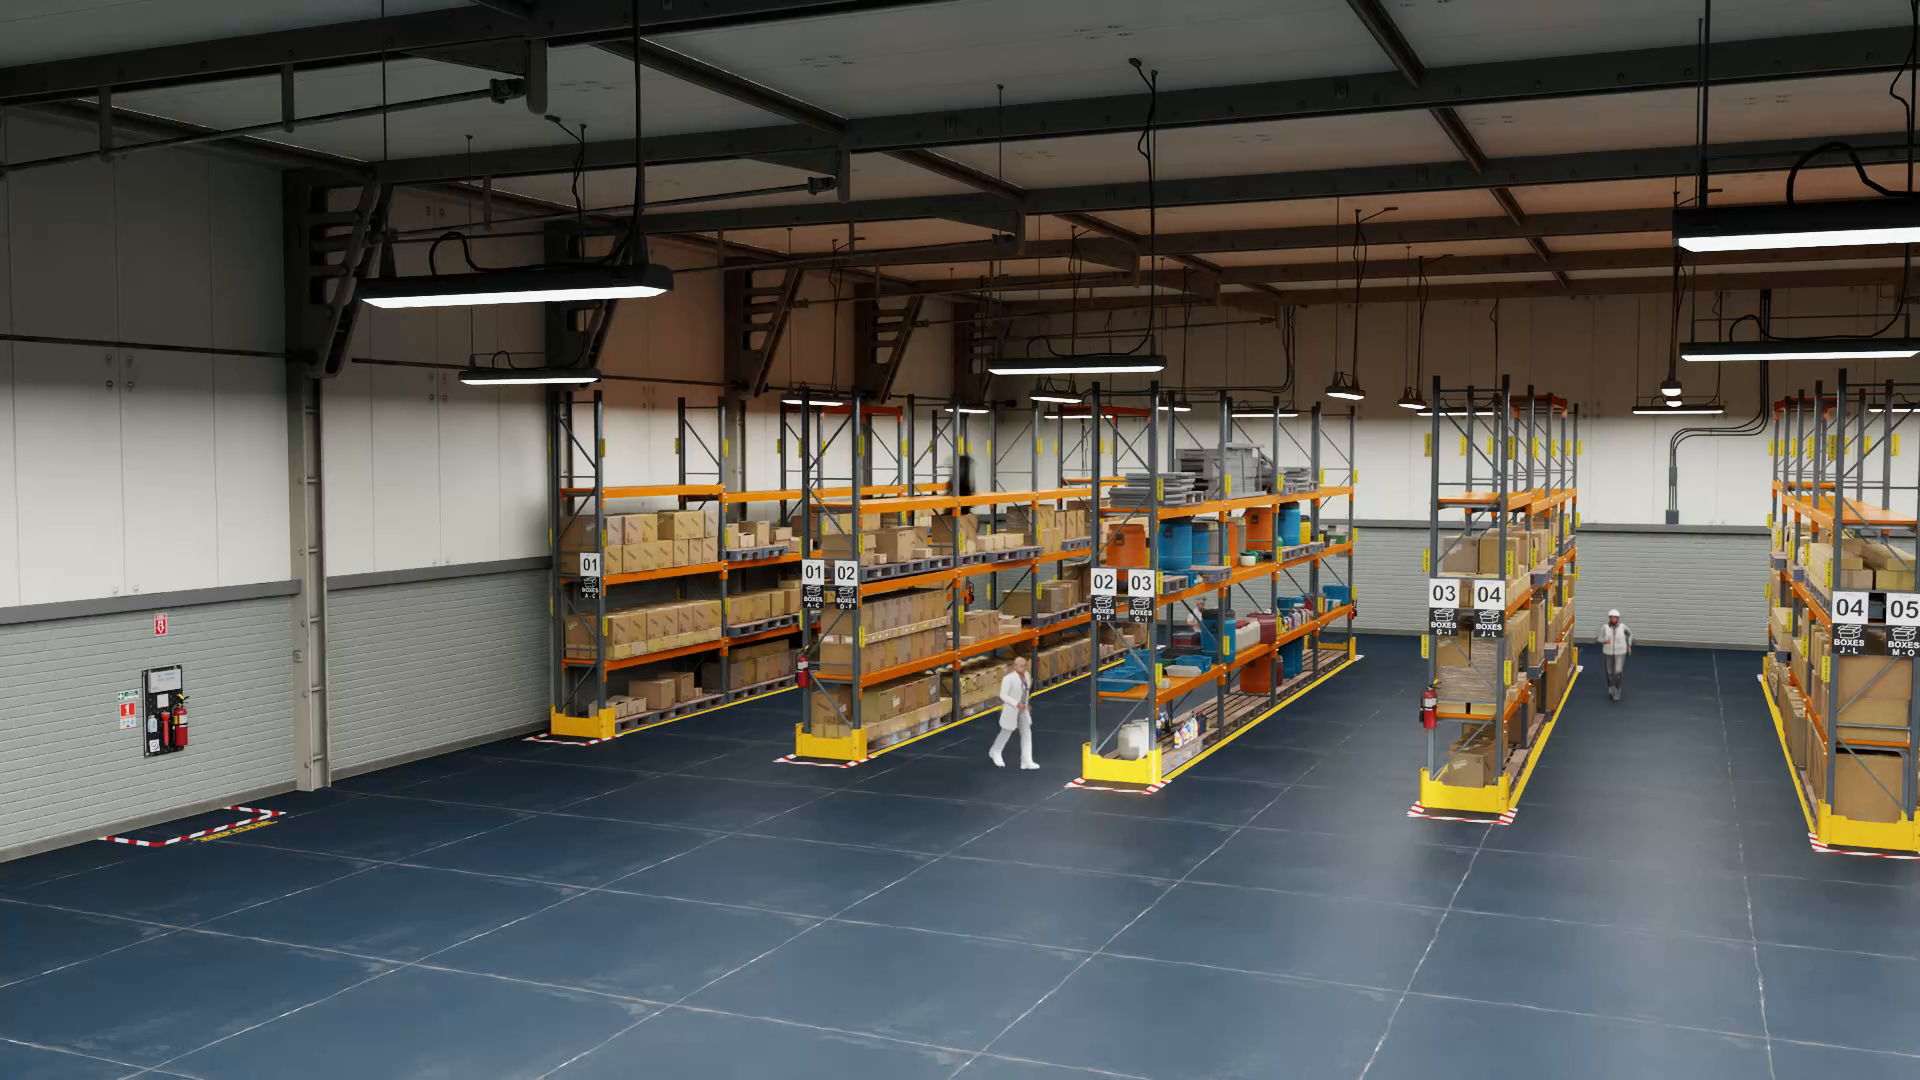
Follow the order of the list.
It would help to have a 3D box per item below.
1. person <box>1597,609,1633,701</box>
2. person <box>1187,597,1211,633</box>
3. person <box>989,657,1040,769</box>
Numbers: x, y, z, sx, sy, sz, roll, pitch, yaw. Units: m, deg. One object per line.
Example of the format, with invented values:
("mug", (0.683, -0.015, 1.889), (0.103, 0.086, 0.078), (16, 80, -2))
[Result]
("person", (13.037, 2.292, 33.126), (0.637, 1.825, 0.831), (2, 4, 26))
("person", (5.398, 2.117, 36.944), (0.675, 1.746, 0.990), (1, 3, 14))
("person", (0.824, 2.693, 25.748), (0.669, 1.690, 1.082), (-2, 4, -34))
